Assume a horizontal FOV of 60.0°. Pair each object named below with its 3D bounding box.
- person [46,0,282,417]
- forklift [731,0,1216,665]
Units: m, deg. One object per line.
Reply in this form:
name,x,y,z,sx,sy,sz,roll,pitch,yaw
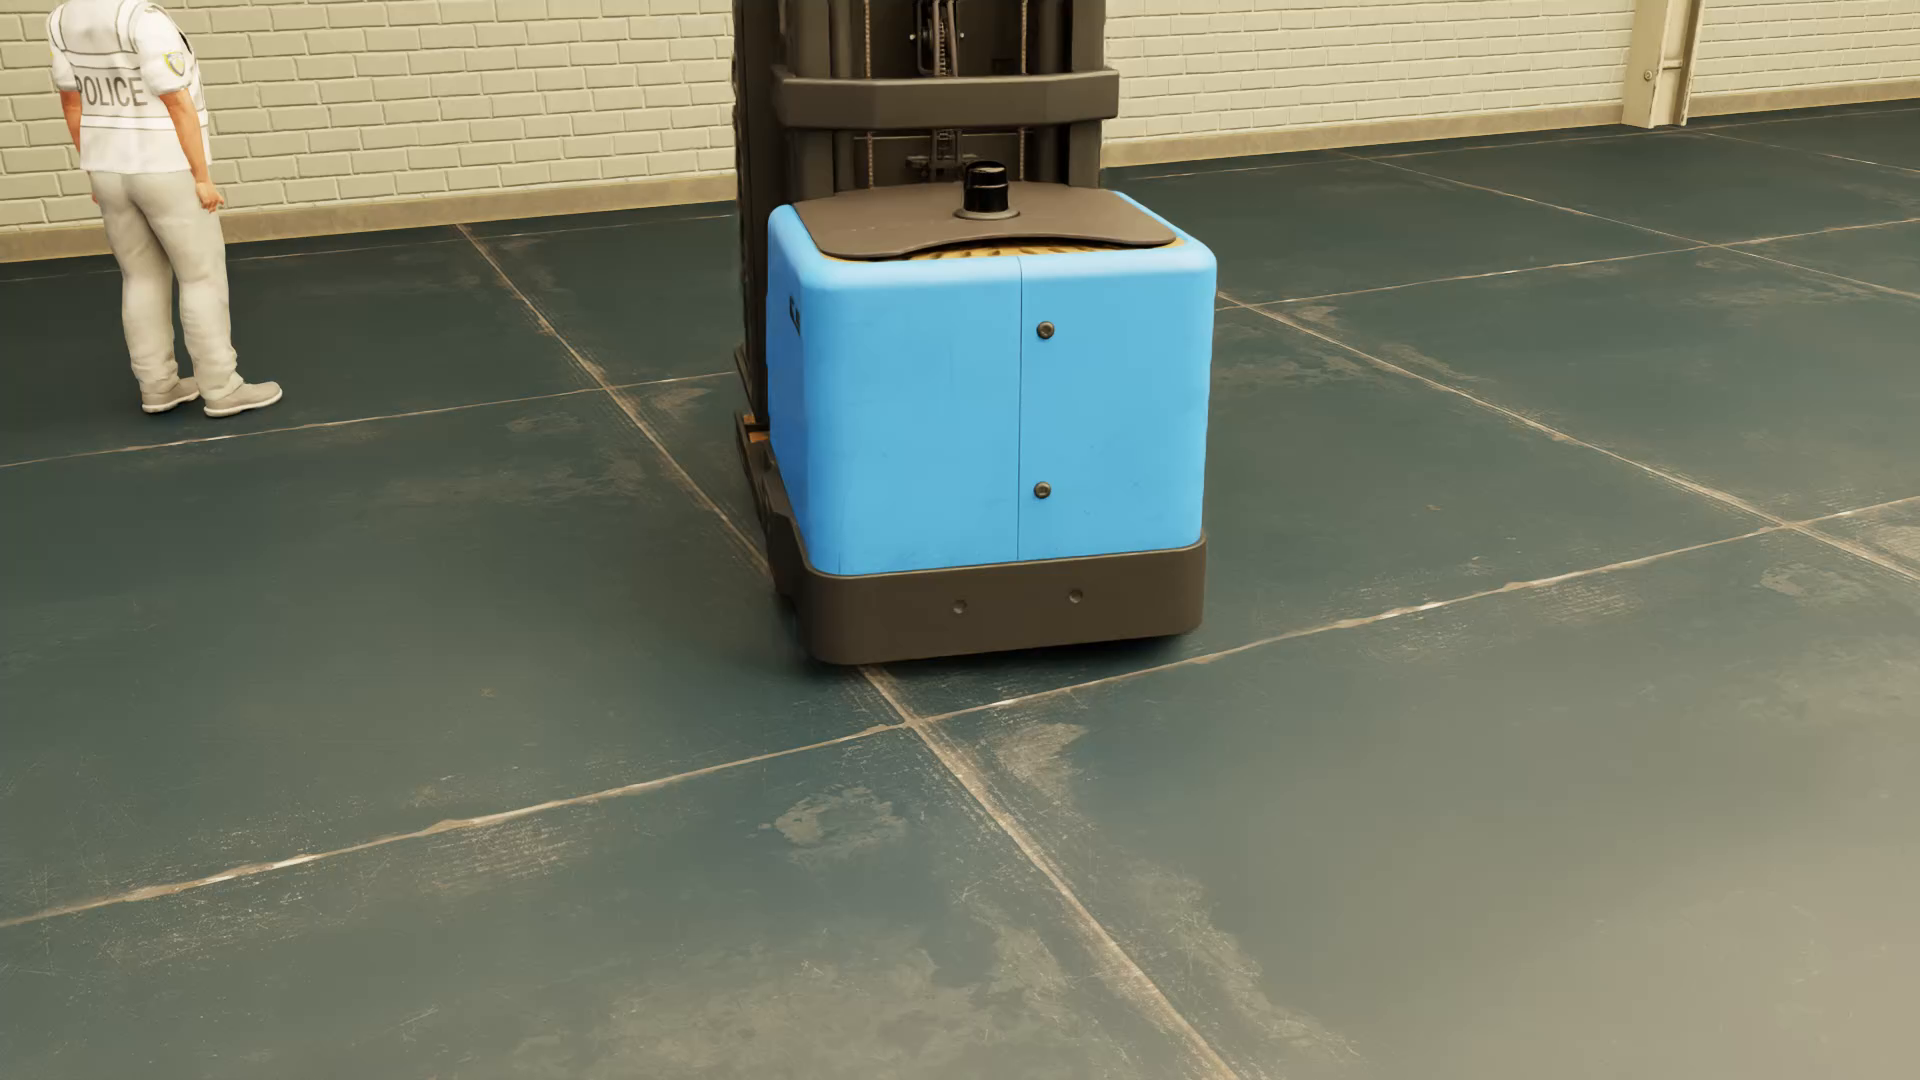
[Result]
person,-2.901,-1.322,5.987,0.528,1.771,0.410,6,23,14
forklift,-0.166,-1.575,5.078,1.130,2.935,3.031,-5,23,-11
